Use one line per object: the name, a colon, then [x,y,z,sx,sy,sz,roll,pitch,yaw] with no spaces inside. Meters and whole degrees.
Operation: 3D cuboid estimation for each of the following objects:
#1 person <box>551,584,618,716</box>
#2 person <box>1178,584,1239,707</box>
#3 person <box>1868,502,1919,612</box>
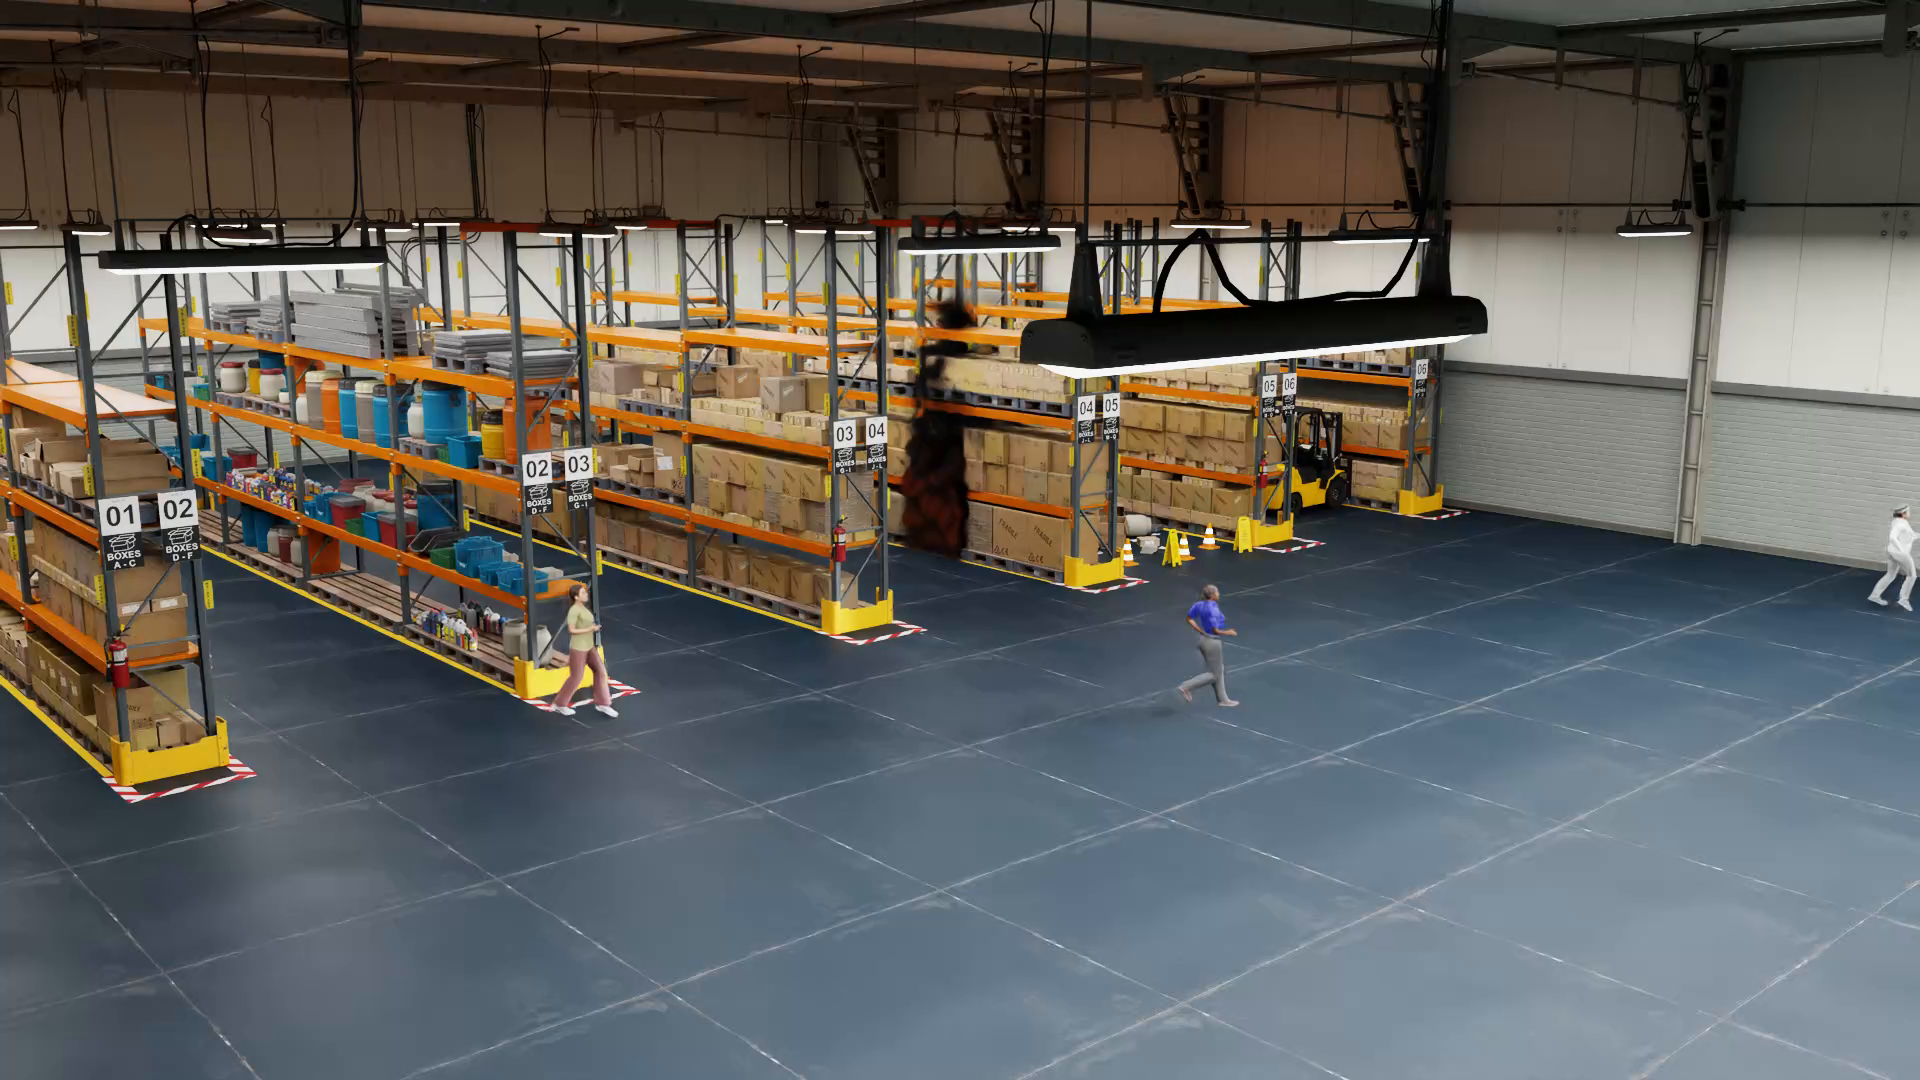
person: [-4.703,1.387,20.699,0.807,1.704,0.581,1,12,7]
person: [3.141,1.347,21.014,0.887,1.632,0.581,-4,12,-19]
person: [14.821,0.268,26.267,0.709,1.753,0.593,2,12,8]
